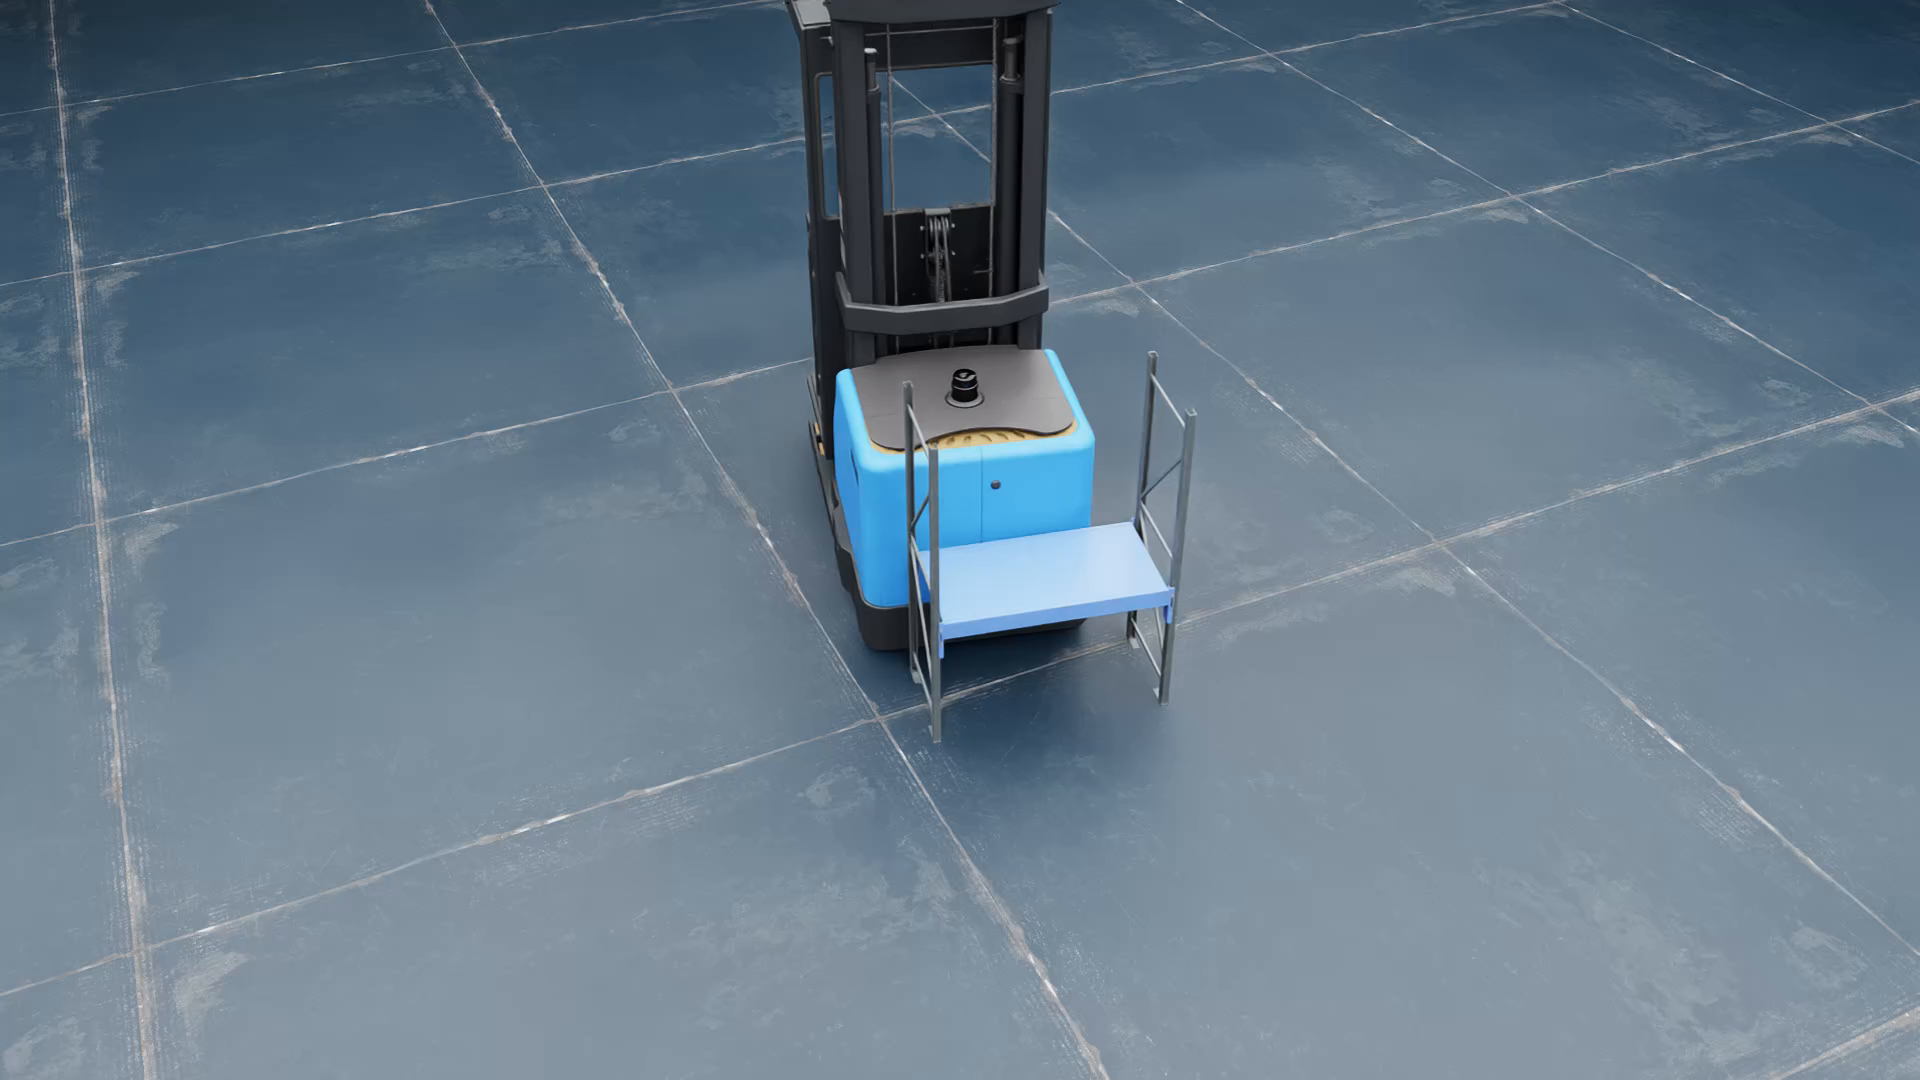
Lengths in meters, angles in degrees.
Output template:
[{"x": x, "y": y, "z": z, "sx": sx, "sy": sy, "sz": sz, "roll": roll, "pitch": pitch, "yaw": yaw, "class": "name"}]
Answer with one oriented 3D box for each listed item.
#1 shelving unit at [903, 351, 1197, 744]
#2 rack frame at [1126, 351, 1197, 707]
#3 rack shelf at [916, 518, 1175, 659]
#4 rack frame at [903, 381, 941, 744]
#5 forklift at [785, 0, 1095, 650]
[{"x": 0.342, "y": 0.049, "z": 6.924, "sx": 1.048, "sy": 1.500, "sz": 0.538, "roll": -8, "pitch": 37, "yaw": -11, "class": "shelving unit"}, {"x": 0.837, "y": -0.021, "z": 7.019, "sx": 0.032, "sy": 1.500, "sz": 0.500, "roll": -8, "pitch": 37, "yaw": -11, "class": "rack frame"}, {"x": 0.342, "y": 0.194, "z": 7.032, "sx": 1.000, "sy": 0.185, "sz": 0.538, "roll": -8, "pitch": 37, "yaw": -11, "class": "rack shelf"}, {"x": -0.152, "y": 0.119, "z": 6.830, "sx": 0.032, "sy": 1.500, "sz": 0.500, "roll": -8, "pitch": 37, "yaw": -11, "class": "rack frame"}, {"x": -0.192, "y": -1.557, "z": 7.889, "sx": 1.130, "sy": 2.935, "sz": 3.031, "roll": -7, "pitch": 37, "yaw": -9, "class": "forklift"}]
